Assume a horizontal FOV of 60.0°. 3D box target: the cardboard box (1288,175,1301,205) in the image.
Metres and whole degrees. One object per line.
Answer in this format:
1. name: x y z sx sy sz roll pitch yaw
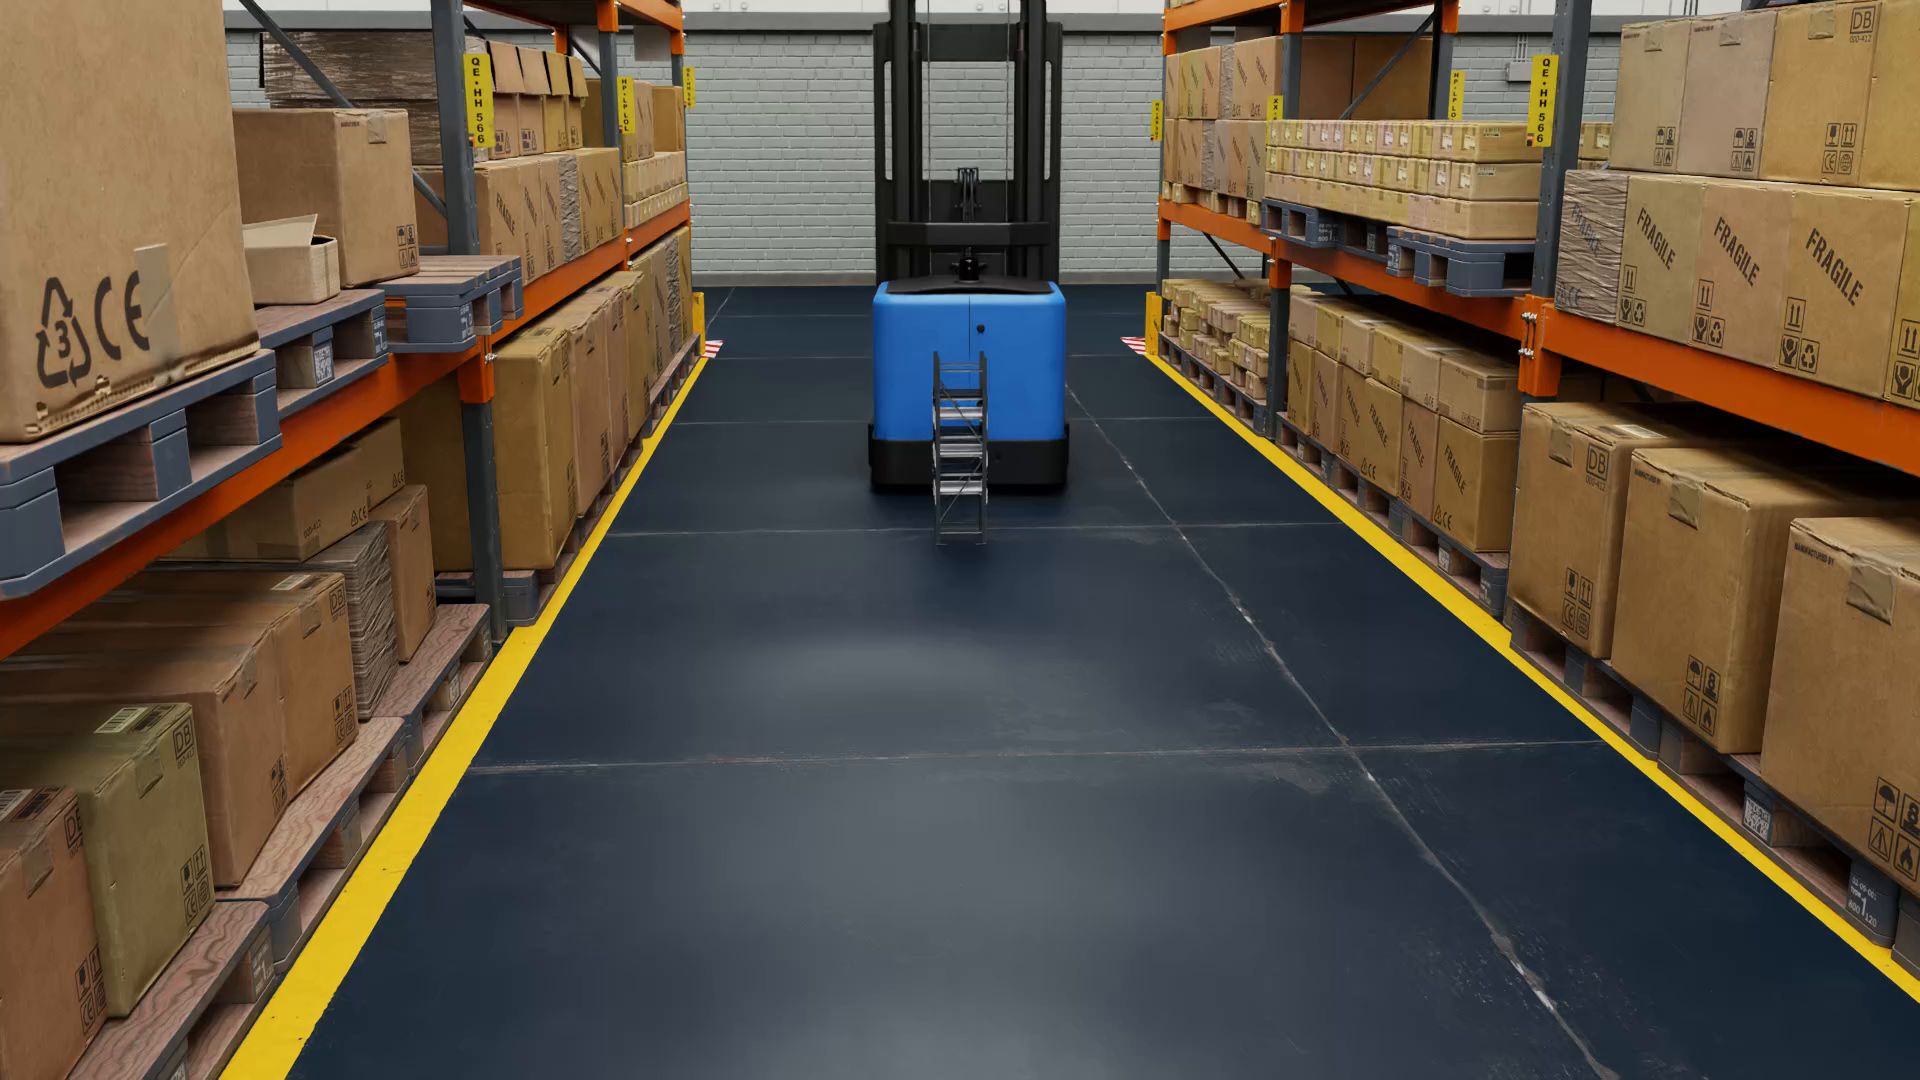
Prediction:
1. cardboard box: 2.034 -1.940 9.209 0.380 0.149 0.250 -1 14 -3

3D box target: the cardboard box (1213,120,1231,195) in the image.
1. cardboard box: 2.062 -2.656 11.532 0.500 0.500 0.500 -1 14 -4

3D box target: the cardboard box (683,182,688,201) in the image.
1. cardboard box: -2.420 -2.833 13.521 0.380 0.149 0.250 -1 14 -2

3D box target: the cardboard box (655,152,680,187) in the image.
1. cardboard box: -2.445 -2.867 12.853 0.500 0.250 0.500 -1 14 -4

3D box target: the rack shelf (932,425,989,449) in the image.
1. rack shelf: 0.000 -0.493 7.908 0.258 0.077 0.200 -1 14 -3

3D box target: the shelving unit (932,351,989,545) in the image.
1. shelving unit: 0.000 -0.438 7.922 0.258 0.900 0.210 -1 14 -3

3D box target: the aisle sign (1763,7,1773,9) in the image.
1. aisle sign: 6.827 -4.463 14.137 0.394 0.787 0.004 -1 14 -3

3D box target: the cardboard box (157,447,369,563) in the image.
1. cardboard box: -2.160 -0.116 5.087 0.500 0.250 0.500 1 14 3

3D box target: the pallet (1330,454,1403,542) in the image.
1. pallet: 2.562 -0.246 8.561 1.003 0.211 1.213 -1 14 -3

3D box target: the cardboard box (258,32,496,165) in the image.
1. cardboard box: -2.304 -1.765 6.652 0.797 0.503 0.637 0 14 -2

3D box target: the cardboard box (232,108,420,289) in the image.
1. cardboard box: -2.067 -1.029 4.963 0.700 0.500 0.500 1 14 5

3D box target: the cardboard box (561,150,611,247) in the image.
1. cardboard box: -2.197 -1.856 9.021 0.500 0.500 0.500 0 14 -2

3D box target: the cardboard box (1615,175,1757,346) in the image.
1. cardboard box: 2.475 -0.906 5.327 0.500 0.500 0.500 -1 14 -4

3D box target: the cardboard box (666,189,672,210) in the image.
1. cardboard box: -2.338 -2.514 12.283 0.380 0.149 0.250 -1 14 -3

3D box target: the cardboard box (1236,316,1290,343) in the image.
1. cardboard box: 2.074 -1.415 11.189 0.380 0.149 0.250 -1 14 -4

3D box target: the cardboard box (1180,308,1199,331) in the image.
1. cardboard box: 1.934 -1.728 13.004 0.380 0.149 0.250 0 14 -2

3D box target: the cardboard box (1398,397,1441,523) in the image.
1. cardboard box: 2.352 -0.381 7.663 0.500 0.500 0.500 0 14 -1

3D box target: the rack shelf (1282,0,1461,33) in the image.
1. rack shelf: 2.558 -2.702 7.930 1.077 0.370 4.000 -1 14 -3

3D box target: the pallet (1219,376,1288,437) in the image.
1. pallet: 2.357 -0.911 11.142 1.003 0.211 1.213 -1 14 -3

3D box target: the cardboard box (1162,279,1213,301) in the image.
1. cardboard box: 1.880 -2.065 13.716 0.380 0.149 0.250 -2 15 -6

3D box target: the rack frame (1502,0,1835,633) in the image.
1. rack frame: 2.682 -1.100 6.281 1.000 3.000 0.127 -1 14 -3

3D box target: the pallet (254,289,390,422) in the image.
1. pallet: -2.111 -0.464 4.194 1.003 0.211 1.213 -1 14 -3

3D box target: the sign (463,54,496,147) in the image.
1. sign: -1.734 -1.582 5.989 0.100 0.325 0.005 -1 14 -3

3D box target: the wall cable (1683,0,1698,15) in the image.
1. wall cable: 10.020 -7.569 19.311 2.988 3.039 0.133 -1 14 -3

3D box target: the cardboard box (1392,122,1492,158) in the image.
1. cardboard box: 2.144 -1.778 7.386 0.380 0.149 0.250 0 14 -2

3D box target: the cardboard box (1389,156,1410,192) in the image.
1. cardboard box: 2.145 -1.635 7.427 0.380 0.149 0.250 -1 14 -3

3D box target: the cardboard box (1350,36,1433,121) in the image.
1. cardboard box: 2.649 -2.887 10.424 0.500 0.500 0.500 -1 14 -2

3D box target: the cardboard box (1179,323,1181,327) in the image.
1. cardboard box: 1.997 -1.713 13.543 0.380 0.149 0.250 -1 14 -4

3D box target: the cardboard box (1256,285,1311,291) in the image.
1. cardboard box: 2.573 -1.947 13.257 0.380 0.149 0.250 -1 14 -5

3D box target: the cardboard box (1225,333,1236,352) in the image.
1. cardboard box: 2.081 -1.395 11.711 0.380 0.149 0.250 -1 14 -2

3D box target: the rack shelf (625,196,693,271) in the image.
1. rack shelf: -2.647 -2.192 11.971 1.077 0.370 4.000 -1 14 -3

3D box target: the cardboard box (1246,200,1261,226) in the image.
1. cardboard box: 2.058 -2.103 10.683 0.380 0.149 0.250 -1 14 -5

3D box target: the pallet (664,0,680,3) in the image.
1. pallet: -2.714 -4.263 12.735 1.003 0.211 1.213 -1 14 -3

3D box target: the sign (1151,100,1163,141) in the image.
1. sign: 1.645 -3.500 13.873 0.100 0.325 0.005 -1 14 -3

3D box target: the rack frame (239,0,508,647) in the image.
1. rack frame: -2.275 -1.048 6.081 1.000 3.000 0.127 -1 14 -3

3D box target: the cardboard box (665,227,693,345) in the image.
1. cardboard box: -2.651 -2.054 13.413 0.875 0.875 0.875 -1 14 -3

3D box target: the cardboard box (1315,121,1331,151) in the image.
1. cardboard box: 2.066 -2.101 8.638 0.380 0.149 0.250 -1 14 -4

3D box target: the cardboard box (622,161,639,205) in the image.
1. cardboard box: -2.290 -2.236 10.399 0.500 0.250 0.500 -1 14 -4

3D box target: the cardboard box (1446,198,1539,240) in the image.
1. cardboard box: 2.193 -1.297 6.710 0.380 0.149 0.250 -1 14 -3

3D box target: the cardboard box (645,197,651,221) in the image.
1. cardboard box: -2.260 -2.196 11.048 0.380 0.149 0.250 -1 14 -5

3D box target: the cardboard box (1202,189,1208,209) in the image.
1. cardboard box: 2.032 -2.560 12.460 0.380 0.149 0.250 -1 14 -5

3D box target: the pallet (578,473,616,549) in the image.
1. pallet: -2.321 -0.198 8.372 1.003 0.211 1.213 -1 14 -3

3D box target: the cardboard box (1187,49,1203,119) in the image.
1. cardboard box: 1.997 -3.395 12.399 0.500 0.500 0.500 -1 14 -5

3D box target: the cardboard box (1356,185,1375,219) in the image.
1. cardboard box: 2.118 -1.616 7.950 0.380 0.149 0.250 0 14 -2

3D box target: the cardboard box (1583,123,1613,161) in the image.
1. cardboard box: 2.827 -1.654 6.904 0.380 0.149 0.250 -1 14 -5

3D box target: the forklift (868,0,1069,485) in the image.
1. forklift: 0.043 -2.024 10.009 1.130 2.935 3.031 0 14 0

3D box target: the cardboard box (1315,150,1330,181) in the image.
1. cardboard box: 2.069 -1.955 8.670 0.380 0.149 0.250 0 14 -1

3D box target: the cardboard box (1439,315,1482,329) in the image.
1. cardboard box: 2.798 -1.010 8.601 0.500 0.250 0.500 -2 15 -6

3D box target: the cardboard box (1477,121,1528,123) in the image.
1. cardboard box: 2.752 -1.977 8.156 0.380 0.149 0.250 -1 14 -4

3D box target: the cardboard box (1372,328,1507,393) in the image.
1. cardboard box: 2.320 -0.874 8.072 0.500 0.250 0.500 -1 14 -2

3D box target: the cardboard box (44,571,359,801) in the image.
1. cardboard box: -2.124 0.394 4.609 0.700 0.500 0.500 0 14 1

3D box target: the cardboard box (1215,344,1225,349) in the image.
1. cardboard box: 2.056 -1.333 12.066 0.380 0.149 0.250 -1 14 -2

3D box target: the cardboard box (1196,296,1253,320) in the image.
1. cardboard box: 1.981 -1.738 12.445 0.380 0.149 0.250 -1 14 -3

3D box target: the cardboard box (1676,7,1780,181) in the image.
1. cardboard box: 2.732 -1.395 5.221 0.700 0.500 0.500 -1 14 -4

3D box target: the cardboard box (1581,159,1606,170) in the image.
1. cardboard box: 2.833 -1.516 6.965 0.380 0.149 0.250 0 14 -1

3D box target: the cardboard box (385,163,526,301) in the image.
1. cardboard box: -2.033 -1.222 6.555 0.500 0.500 0.500 0 14 -2
